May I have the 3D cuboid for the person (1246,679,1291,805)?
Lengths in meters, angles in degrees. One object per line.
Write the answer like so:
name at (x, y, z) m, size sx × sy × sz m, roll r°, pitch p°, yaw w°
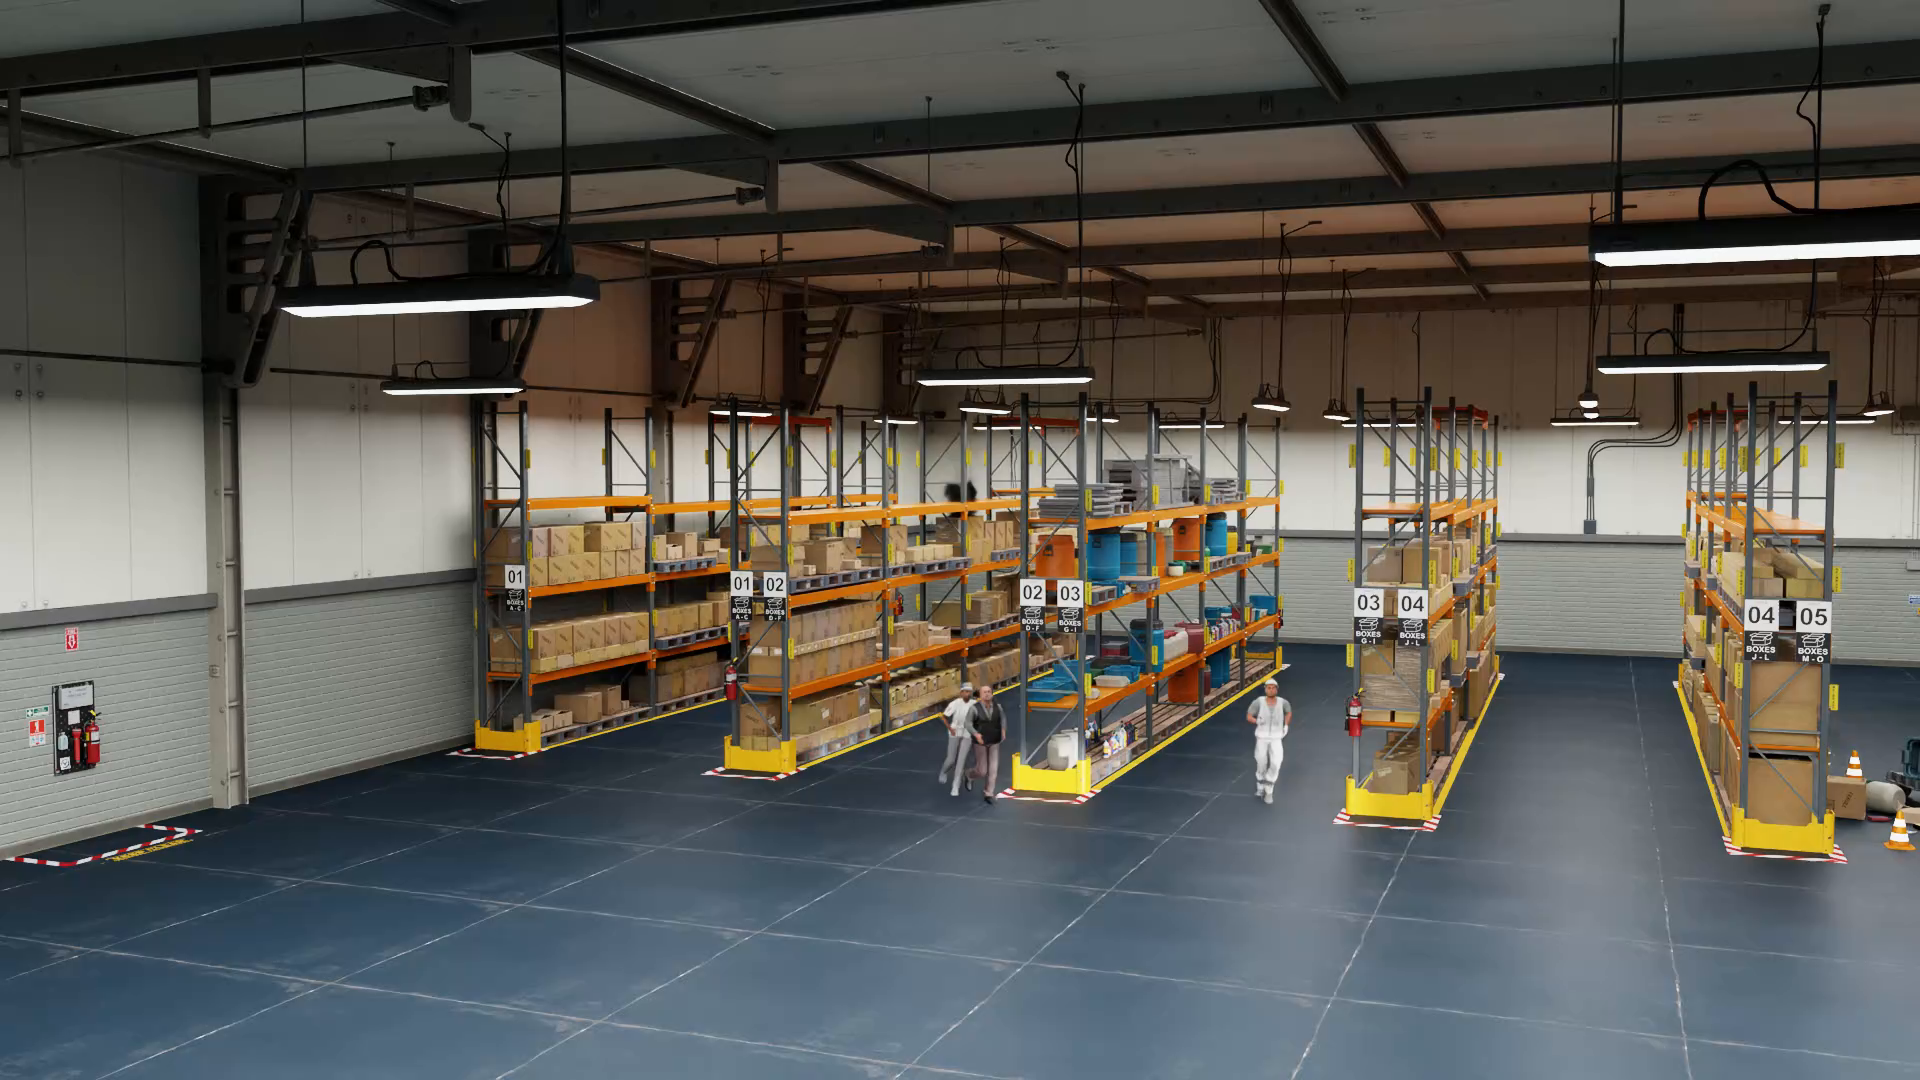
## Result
person at (4.511, 2.941, 24.267) m, size 0.665 × 1.847 × 0.695 m, roll 0°, pitch 3°, yaw 7°

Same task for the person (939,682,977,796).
person at (0.048, 2.957, 25.001) m, size 0.641 × 1.649 × 0.796 m, roll 0°, pitch 3°, yaw -10°

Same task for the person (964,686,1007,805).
person at (0.376, 2.982, 24.373) m, size 0.672 × 1.709 × 0.732 m, roll -1°, pitch 3°, yaw -19°
